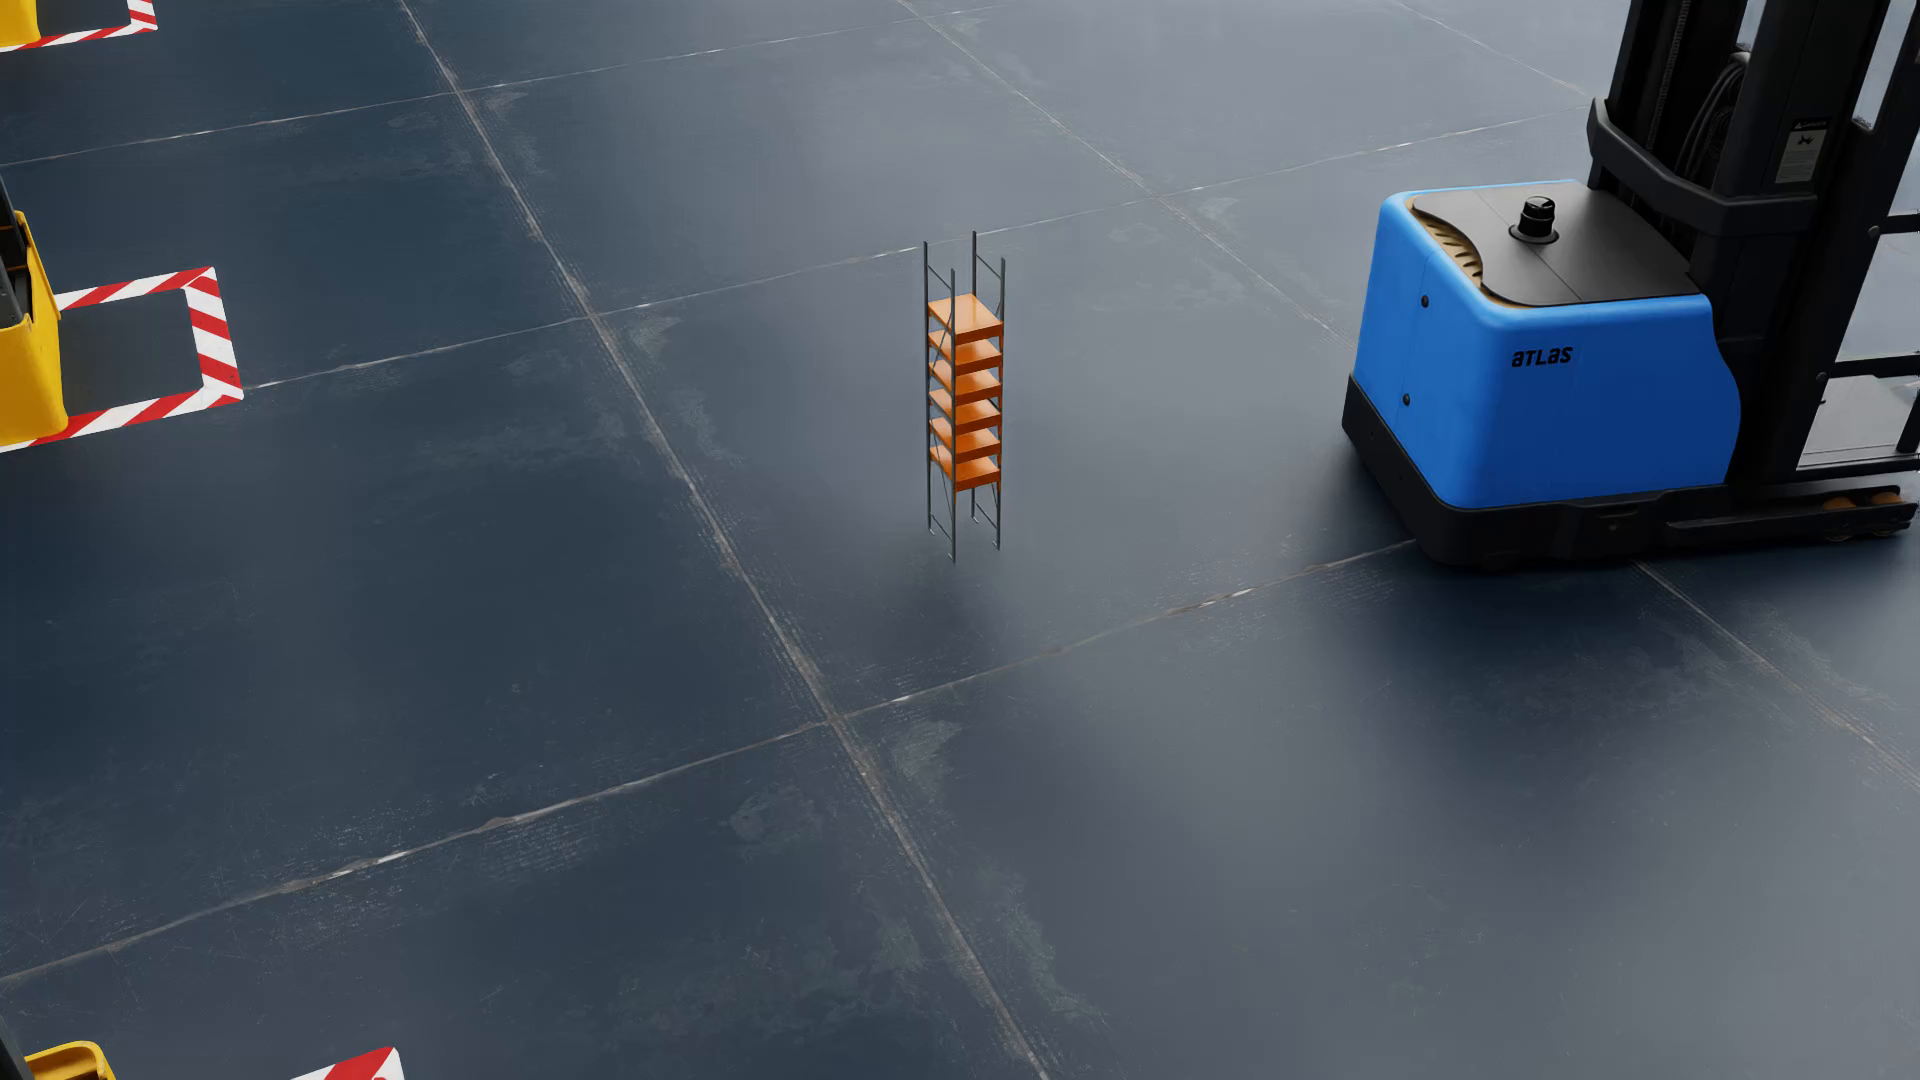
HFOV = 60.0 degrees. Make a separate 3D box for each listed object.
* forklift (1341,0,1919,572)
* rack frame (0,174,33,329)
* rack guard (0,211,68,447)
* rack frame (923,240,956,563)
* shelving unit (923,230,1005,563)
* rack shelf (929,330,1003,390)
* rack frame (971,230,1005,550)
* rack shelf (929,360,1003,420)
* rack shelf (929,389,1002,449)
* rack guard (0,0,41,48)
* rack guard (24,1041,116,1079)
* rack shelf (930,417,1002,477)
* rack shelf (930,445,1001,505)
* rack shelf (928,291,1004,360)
[{"bbox_3d":[3.115,-1.477,5.781,3.031,2.935,1.130,-6,37,-8],"label":"forklift"},{"bbox_3d":[-4.027,-1.965,6.381,0.127,3.000,1.000,-16,39,-20],"label":"rack frame"},{"bbox_3d":[-4.076,-0.916,7.065,0.348,0.500,1.175,-16,39,-20],"label":"rack guard"},{"bbox_3d":[-0.070,-0.462,5.866,0.006,1.200,0.240,-16,39,-20],"label":"rack frame"},{"bbox_3d":[0.013,-0.486,5.898,0.189,1.200,0.258,-16,39,-20],"label":"shelving unit"},{"bbox_3d":[0.013,-0.643,5.781,0.180,0.103,0.258,-16,39,-20],"label":"rack shelf"},{"bbox_3d":[0.096,-0.509,5.929,0.006,1.200,0.240,-16,39,-20],"label":"rack frame"},{"bbox_3d":[0.013,-0.546,5.852,0.180,0.103,0.258,-16,39,-20],"label":"rack shelf"},{"bbox_3d":[0.013,-0.450,5.924,0.180,0.103,0.258,-16,39,-20],"label":"rack shelf"},{"bbox_3d":[-6.200,-3.612,10.701,0.348,0.500,1.175,-16,39,-20],"label":"rack guard"},{"bbox_3d":[-1.904,1.706,3.531,0.348,0.500,1.175,-16,39,-20],"label":"rack guard"},{"bbox_3d":[0.013,-0.354,5.995,0.180,0.103,0.258,-16,39,-20],"label":"rack shelf"},{"bbox_3d":[0.013,-0.257,6.067,0.180,0.103,0.258,-16,39,-20],"label":"rack shelf"},{"bbox_3d":[0.013,-0.739,5.710,0.180,0.103,0.258,-16,39,-20],"label":"rack shelf"}]
